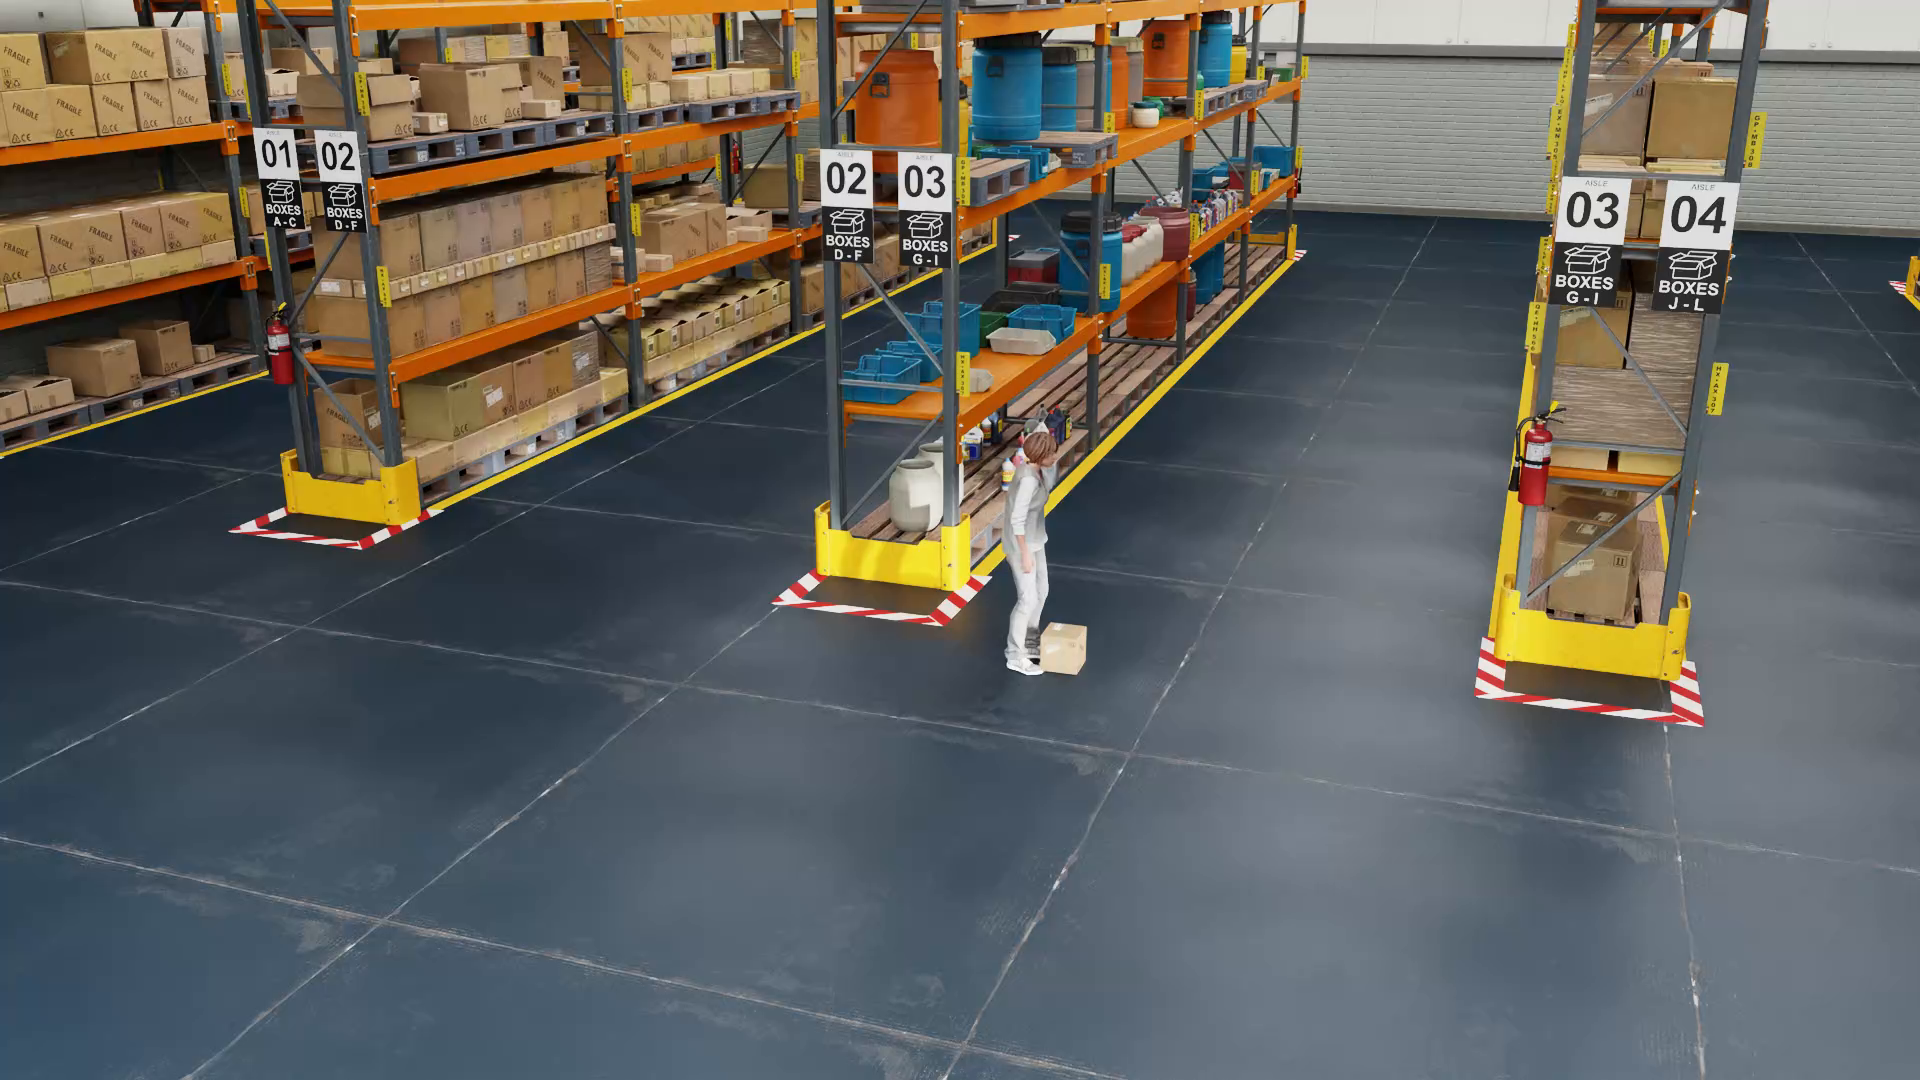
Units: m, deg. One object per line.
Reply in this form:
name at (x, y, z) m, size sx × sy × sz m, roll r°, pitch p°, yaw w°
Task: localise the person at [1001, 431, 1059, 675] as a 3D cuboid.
person at (0.466, 0.063, 10.899) m, size 0.377 × 1.592 × 0.483 m, roll 5°, pitch 20°, yaw 15°
